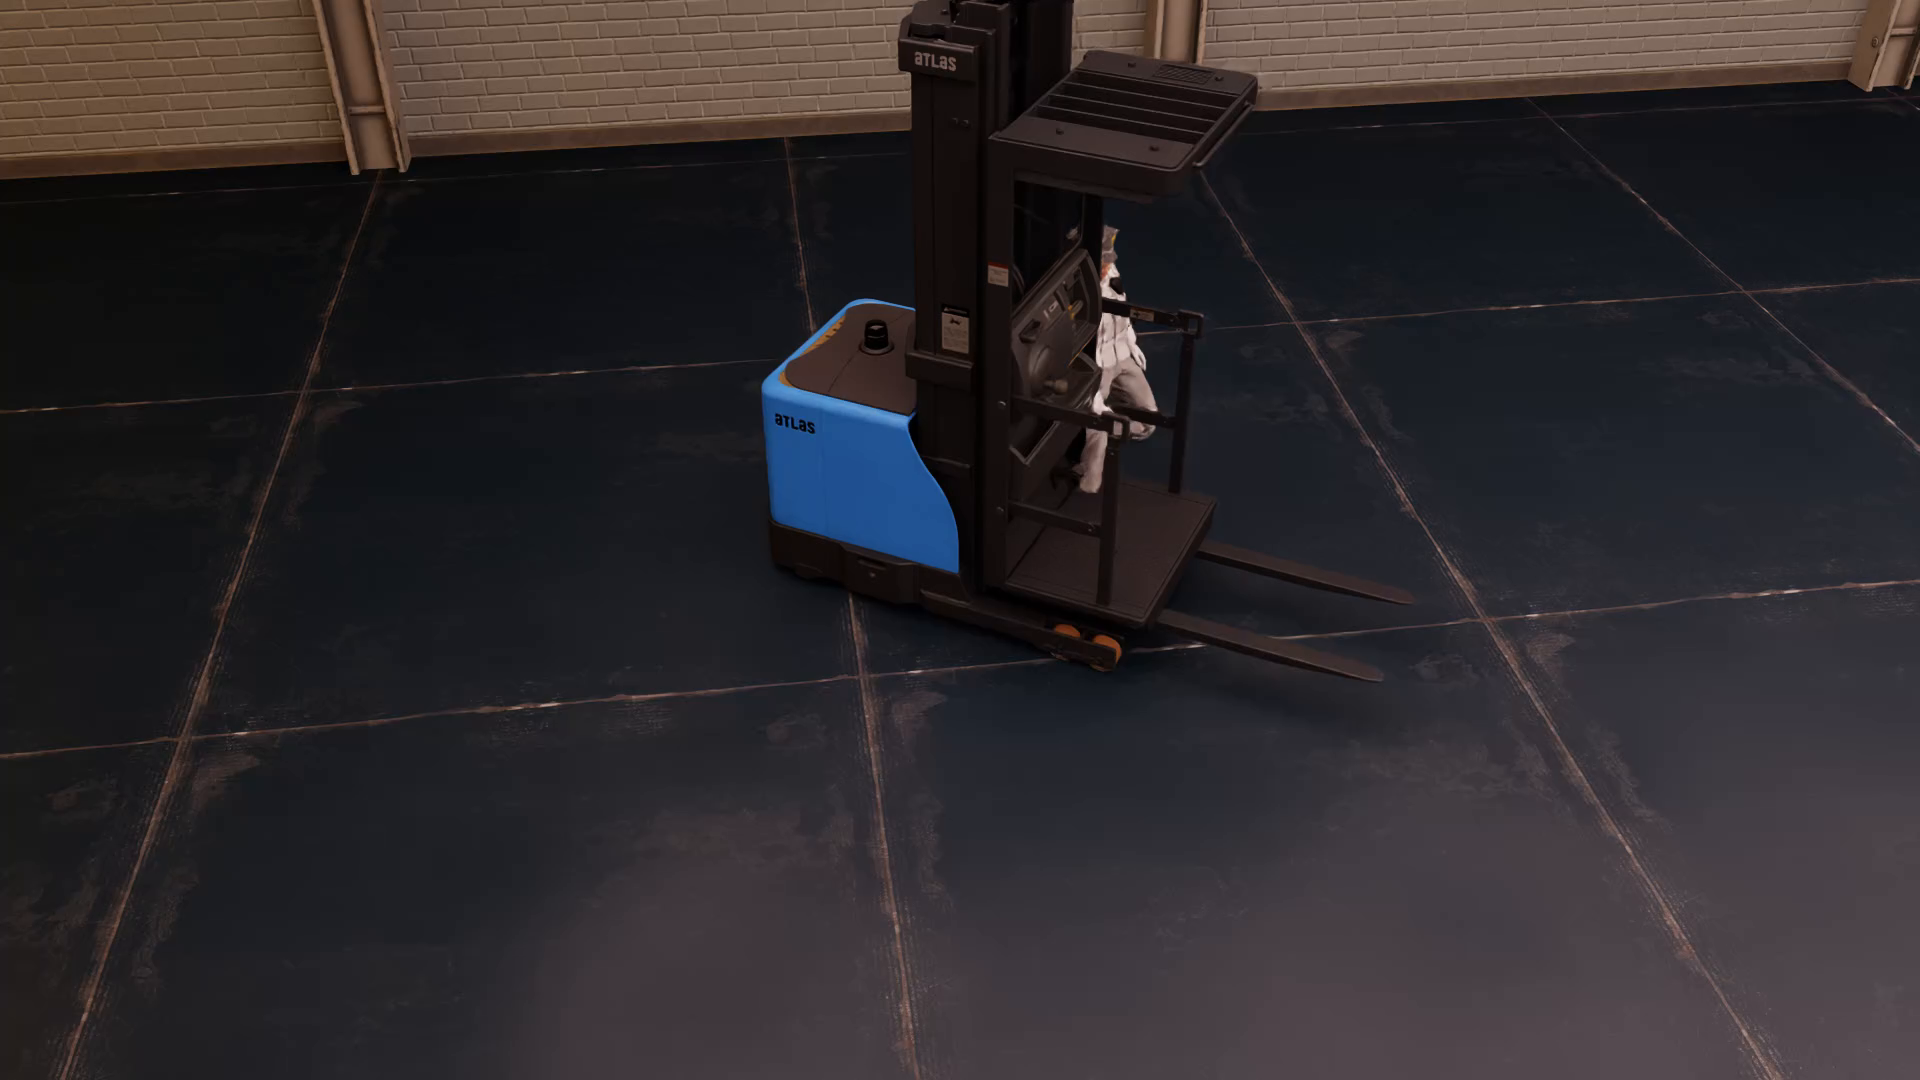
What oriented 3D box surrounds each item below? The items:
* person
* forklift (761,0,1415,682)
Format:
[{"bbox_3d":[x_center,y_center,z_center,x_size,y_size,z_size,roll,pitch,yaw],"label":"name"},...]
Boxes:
[{"bbox_3d":[0.758,-0.812,8.204,0.723,1.420,0.775,28,44,33],"label":"person"},{"bbox_3d":[0.616,-0.937,7.321,3.031,2.935,1.130,15,39,20],"label":"forklift"}]
